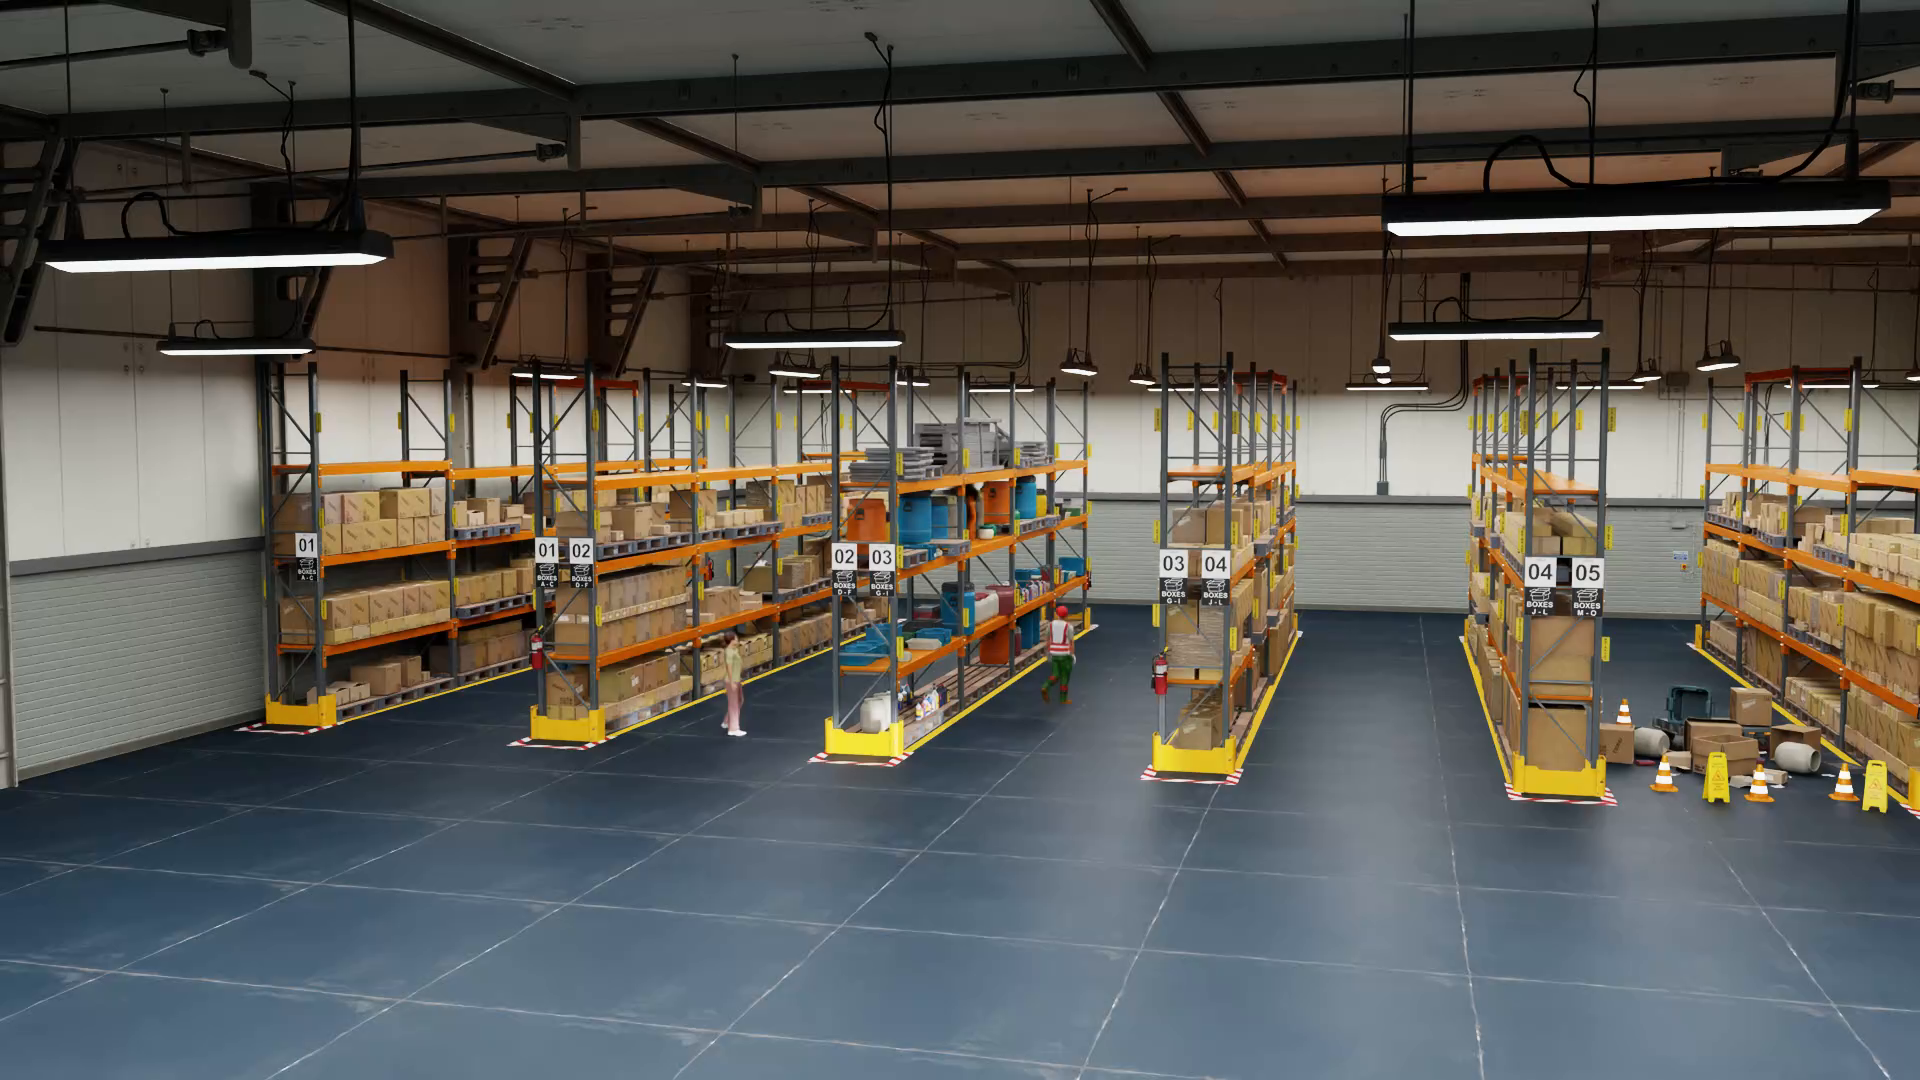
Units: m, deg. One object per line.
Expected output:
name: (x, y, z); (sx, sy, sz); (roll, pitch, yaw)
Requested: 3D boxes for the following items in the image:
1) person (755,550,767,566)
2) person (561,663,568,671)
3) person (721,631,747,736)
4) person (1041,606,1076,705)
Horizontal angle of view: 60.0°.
person: (-5.174, 1.092, 43.679); (0.474, 1.662, 0.522); (3, 5, 34)
person: (-7.550, 1.930, 32.672); (0.566, 1.592, 0.596); (3, 5, 40)
person: (-3.649, 2.302, 26.746); (0.454, 1.696, 0.530); (0, 4, 0)
person: (1.746, 2.029, 29.283); (0.668, 1.770, 0.550); (-3, 5, -39)
